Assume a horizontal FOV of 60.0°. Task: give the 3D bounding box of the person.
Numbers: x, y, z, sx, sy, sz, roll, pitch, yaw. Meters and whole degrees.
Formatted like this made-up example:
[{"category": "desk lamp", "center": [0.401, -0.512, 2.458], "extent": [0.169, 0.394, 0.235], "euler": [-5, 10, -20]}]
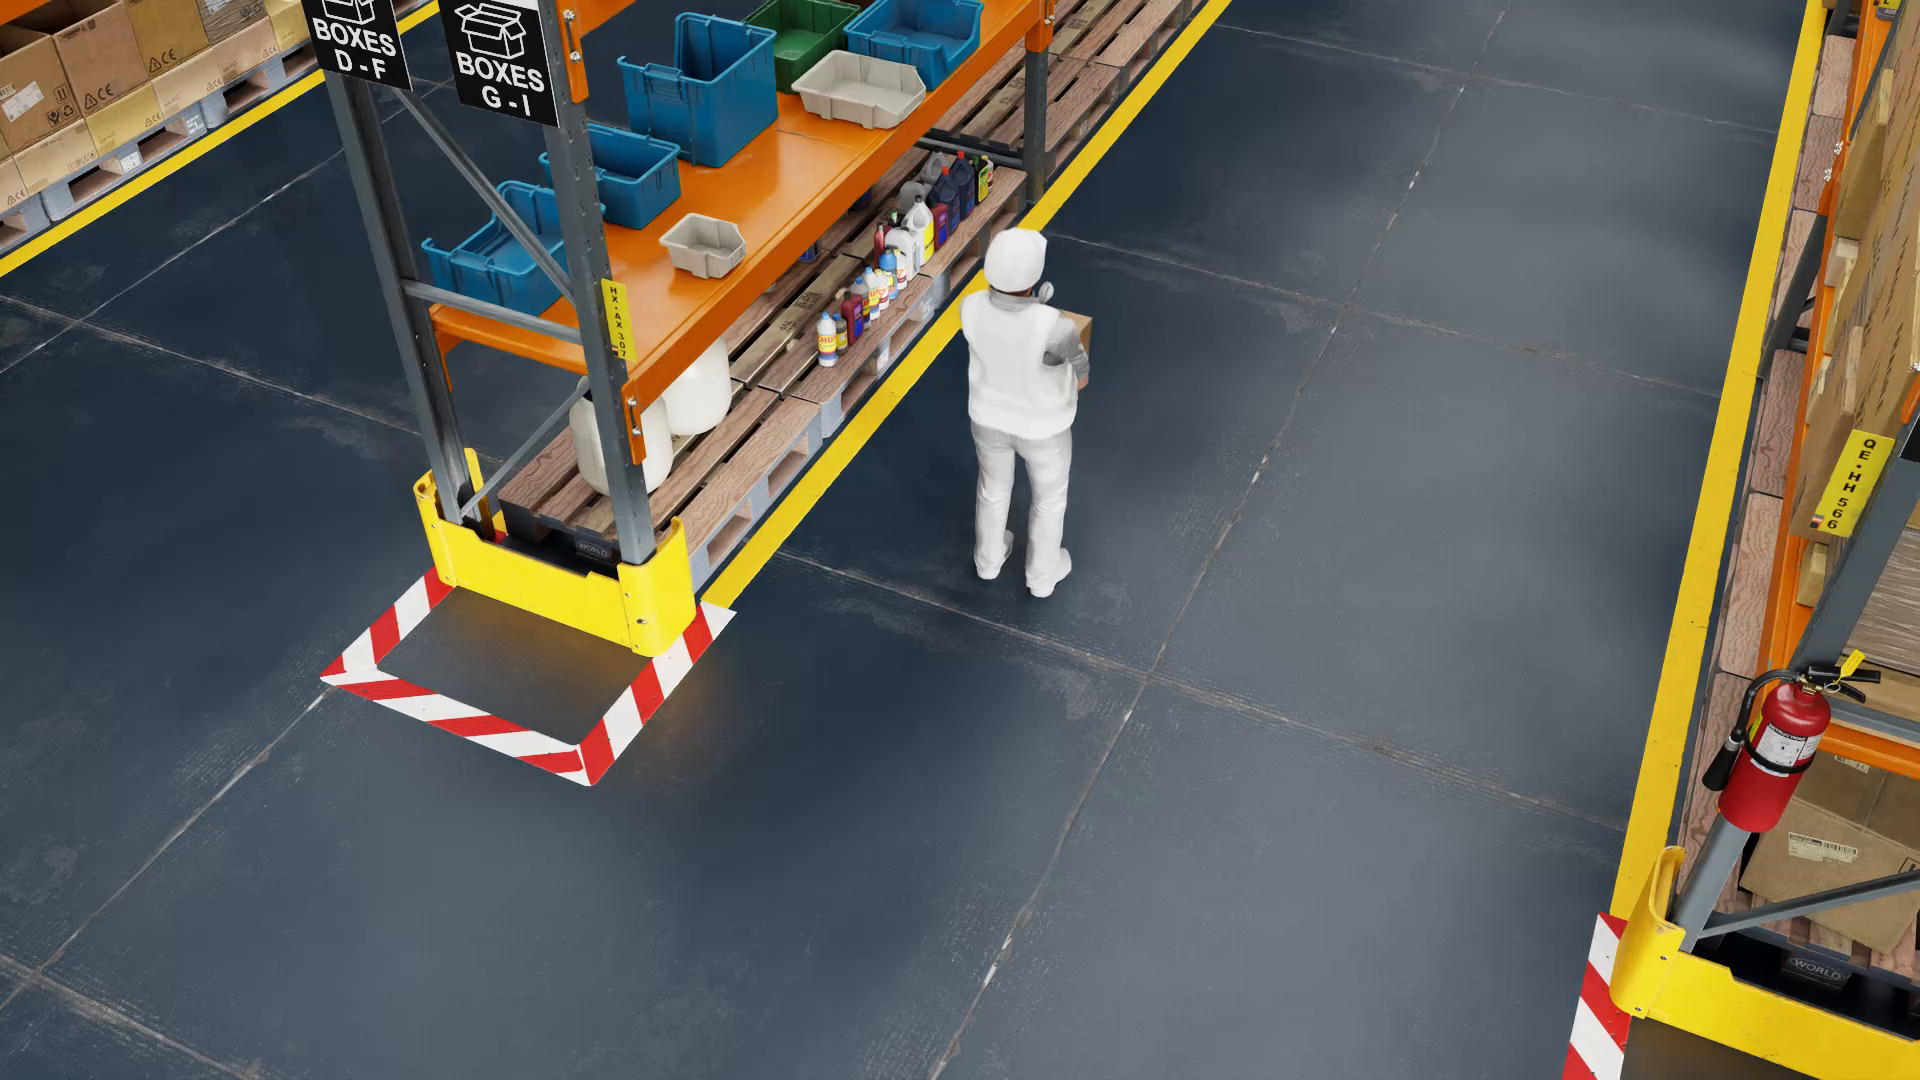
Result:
[{"category": "person", "center": [0.273, -0.564, 6.780], "extent": [0.494, 1.762, 0.557], "euler": [17, 45, 19]}]
